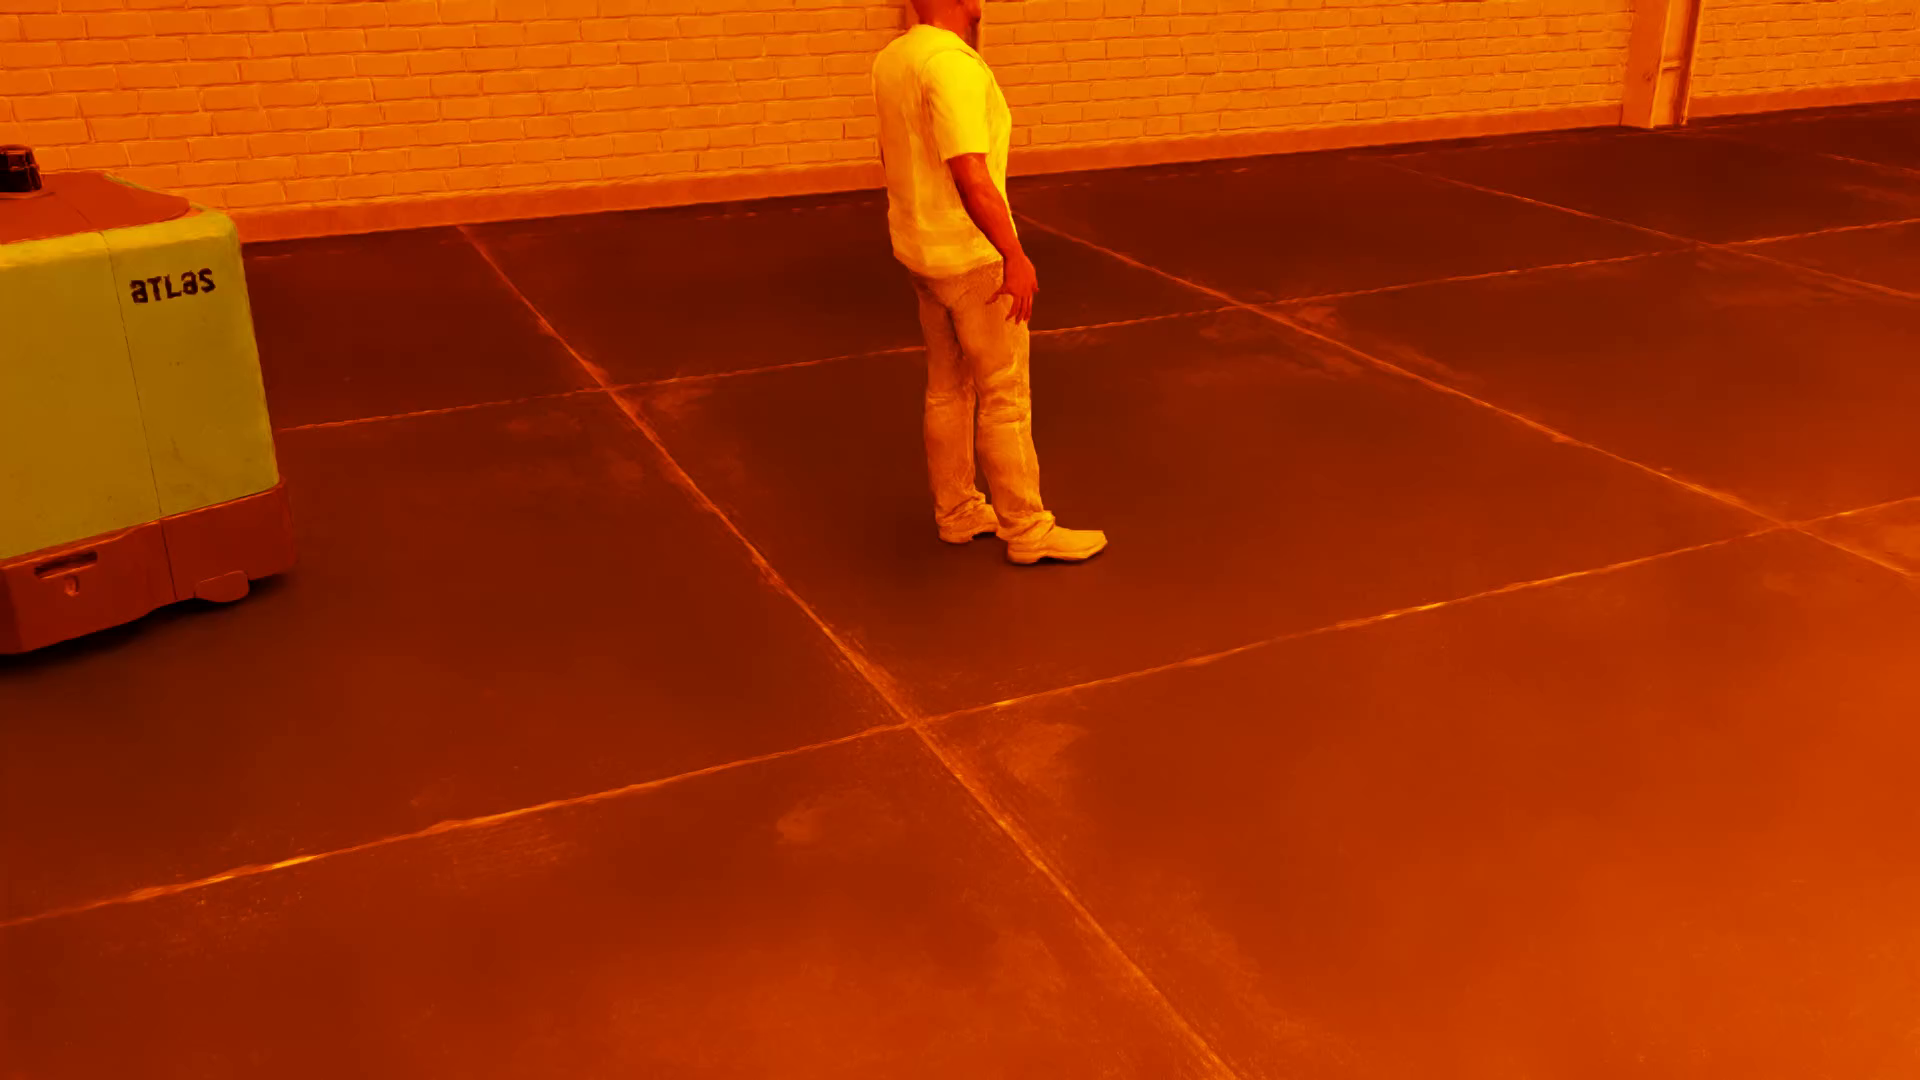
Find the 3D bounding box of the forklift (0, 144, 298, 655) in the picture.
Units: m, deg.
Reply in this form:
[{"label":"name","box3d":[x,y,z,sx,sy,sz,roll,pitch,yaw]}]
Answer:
[{"label":"forklift","box3d":[-3.297,-0.950,3.574,1.130,2.935,3.031,21,30,41]}]

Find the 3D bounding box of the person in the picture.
[{"label":"person","box3d":[0.065,-0.831,4.788,0.576,1.766,0.665,-10,25,-23]}]
